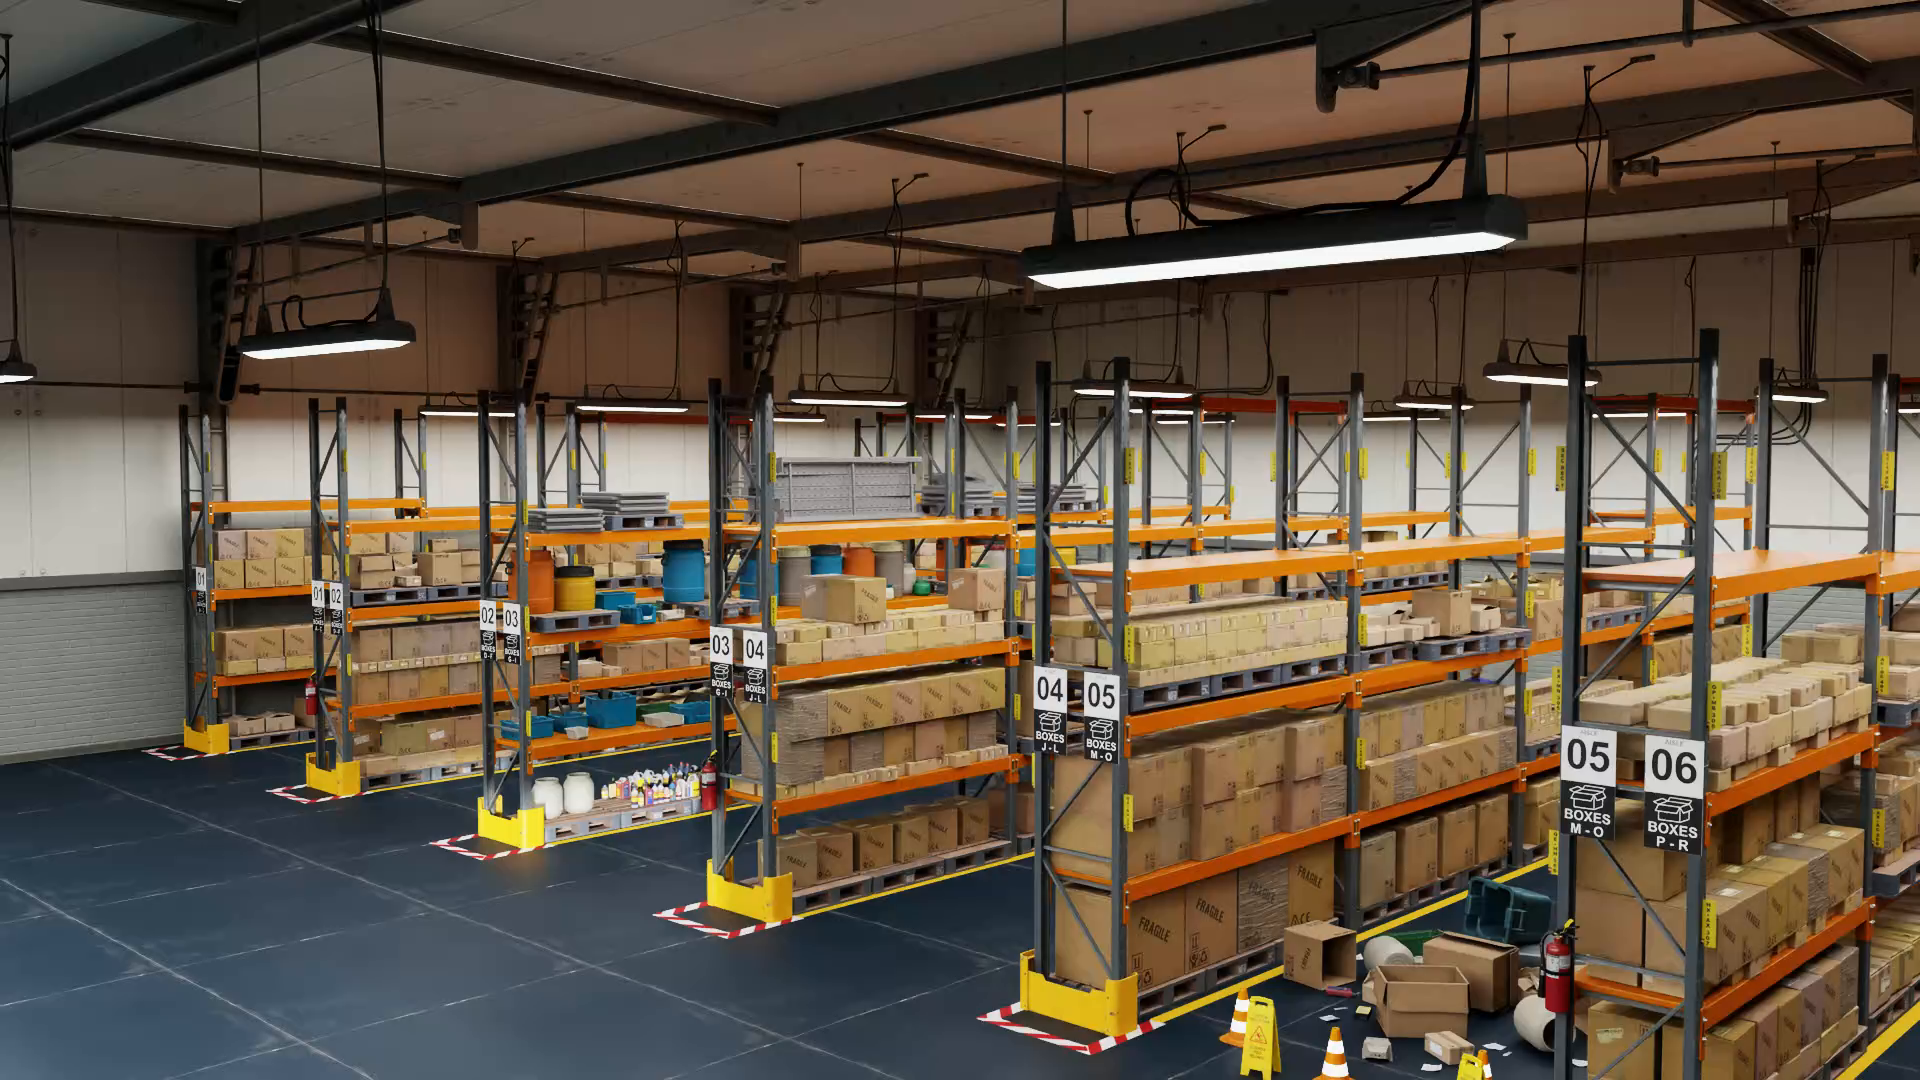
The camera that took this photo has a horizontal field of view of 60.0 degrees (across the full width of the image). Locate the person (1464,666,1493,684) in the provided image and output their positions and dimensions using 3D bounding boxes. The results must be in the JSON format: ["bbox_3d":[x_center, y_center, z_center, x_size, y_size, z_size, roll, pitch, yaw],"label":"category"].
[{"bbox_3d":[8.576,2.882,27.627,0.593,1.661,0.934,3,4,40],"label":"person"}]

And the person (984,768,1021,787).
[{"bbox_3d":[0.597,3.055,24.687,0.639,1.650,0.585,2,4,38],"label":"person"}]
